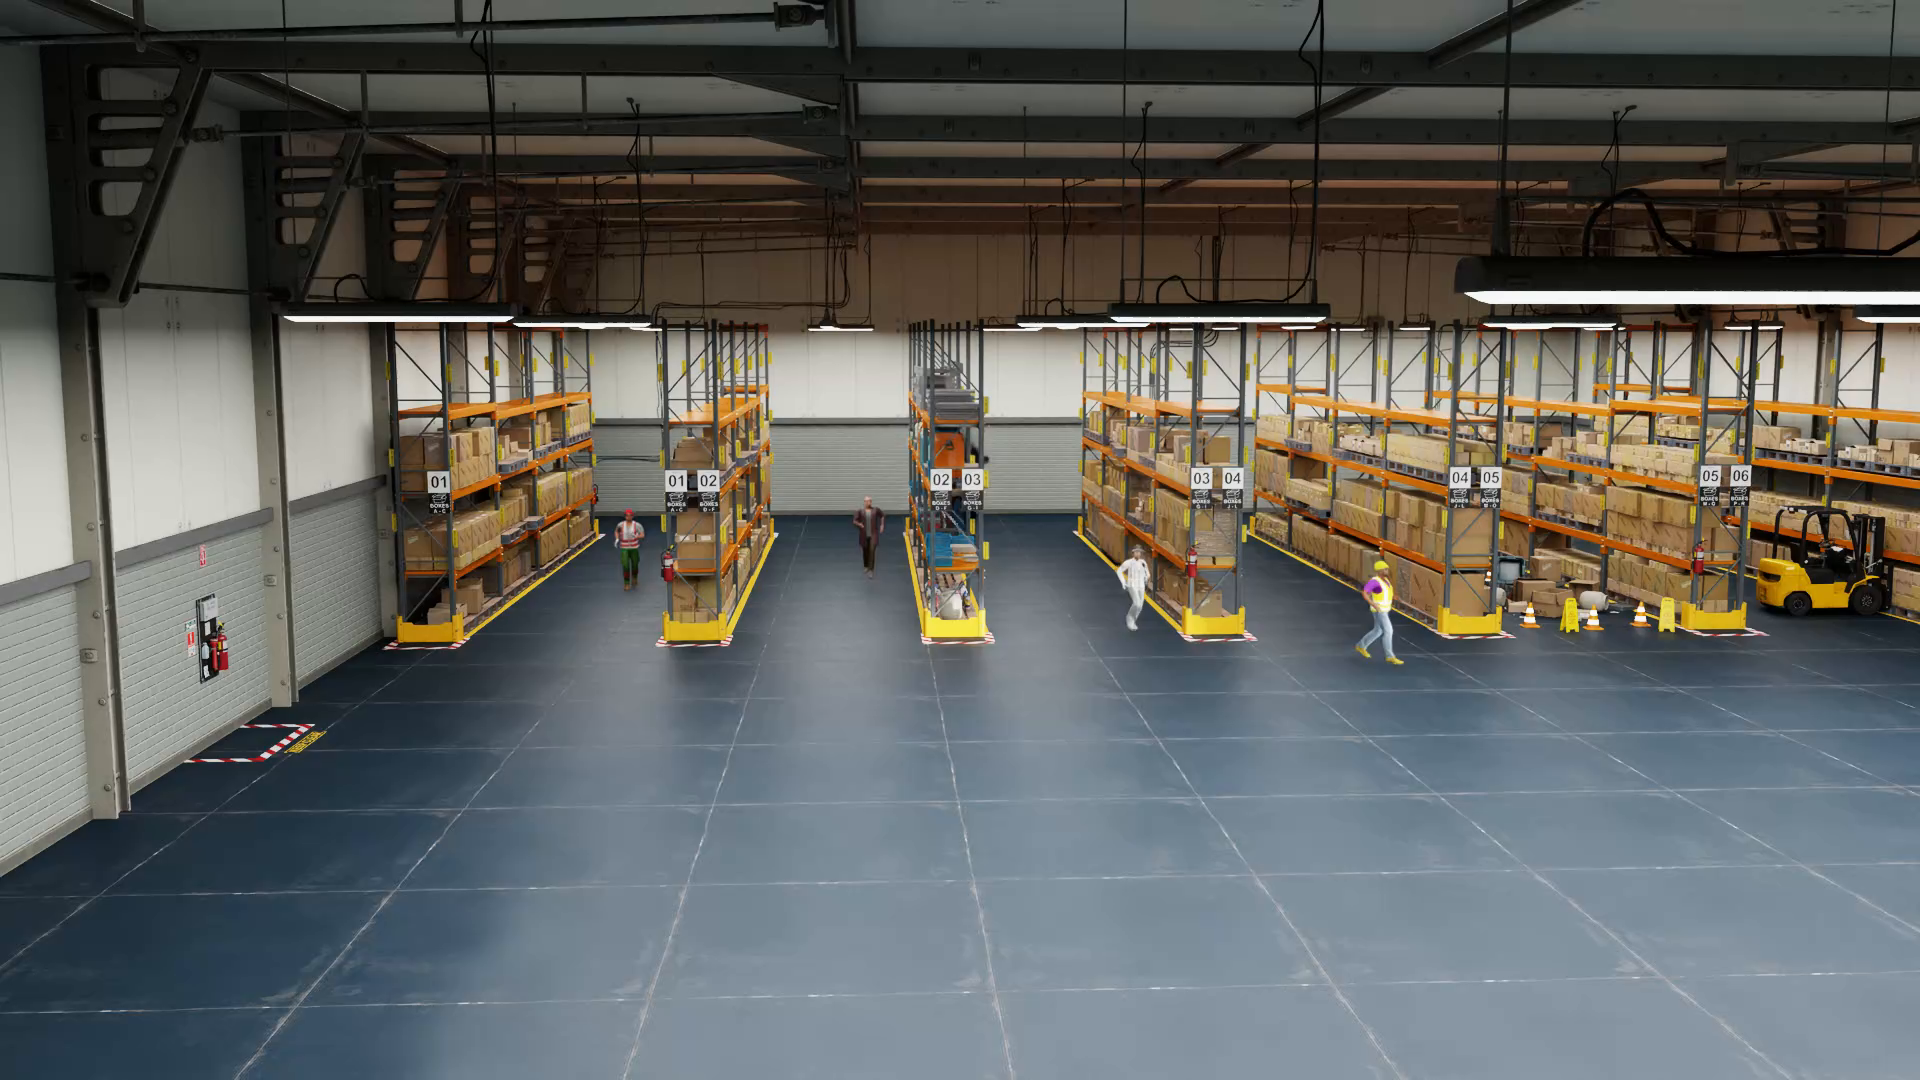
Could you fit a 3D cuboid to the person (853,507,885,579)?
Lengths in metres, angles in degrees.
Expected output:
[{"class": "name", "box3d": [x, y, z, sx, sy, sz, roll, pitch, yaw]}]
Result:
[{"class": "person", "box3d": [-2.059, 0.024, 37.630, 0.719, 1.599, 0.997, 0, 7, 0]}]

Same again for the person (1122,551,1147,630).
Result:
[{"class": "person", "box3d": [3.381, 0.946, 32.047, 0.473, 1.599, 0.625, -3, 8, -24]}]

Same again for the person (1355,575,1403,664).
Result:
[{"class": "person", "box3d": [7.331, 1.370, 29.014, 0.879, 1.513, 0.670, 4, 8, 29]}]

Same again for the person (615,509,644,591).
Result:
[{"class": "person", "box3d": [-7.423, 0.192, 37.372, 0.659, 1.774, 1.002, -1, 7, -9]}]
